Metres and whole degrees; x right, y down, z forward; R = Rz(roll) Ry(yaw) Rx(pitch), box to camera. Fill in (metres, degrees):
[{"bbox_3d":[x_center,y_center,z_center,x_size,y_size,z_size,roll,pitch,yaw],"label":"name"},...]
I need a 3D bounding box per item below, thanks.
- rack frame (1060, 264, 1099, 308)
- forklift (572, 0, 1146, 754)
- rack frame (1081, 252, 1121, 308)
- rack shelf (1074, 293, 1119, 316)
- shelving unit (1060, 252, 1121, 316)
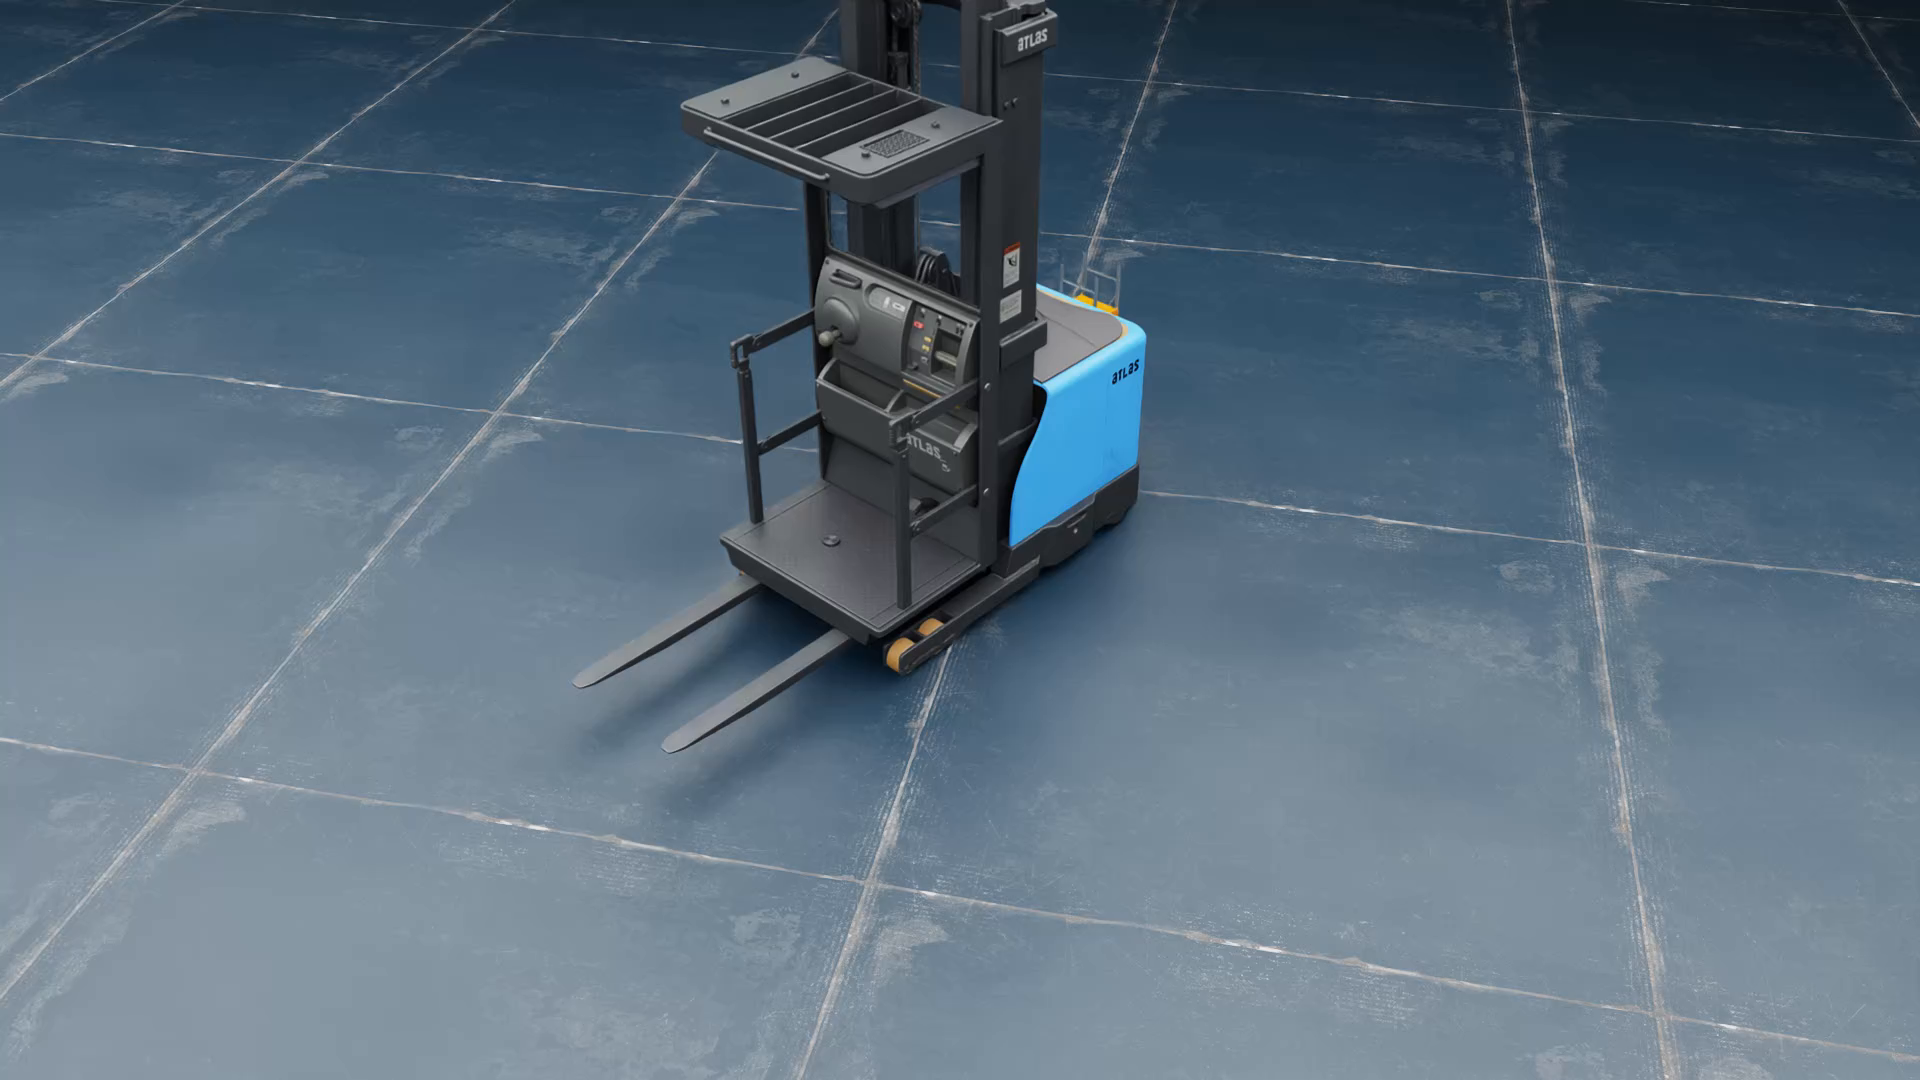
[{"bbox_3d":[0.599,-0.861,8.686,0.240,1.200,0.006,28,44,33],"label":"rack frame"},{"bbox_3d":[-0.436,-0.906,7.273,1.130,2.935,3.031,28,44,33],"label":"forklift"},{"bbox_3d":[0.722,-0.941,8.796,0.240,1.200,0.006,28,44,33],"label":"rack frame"},{"bbox_3d":[0.660,-1.156,8.556,0.258,0.103,0.180,28,44,33],"label":"rack shelf"},{"bbox_3d":[0.660,-0.901,8.741,0.258,1.200,0.189,28,44,33],"label":"shelving unit"}]
